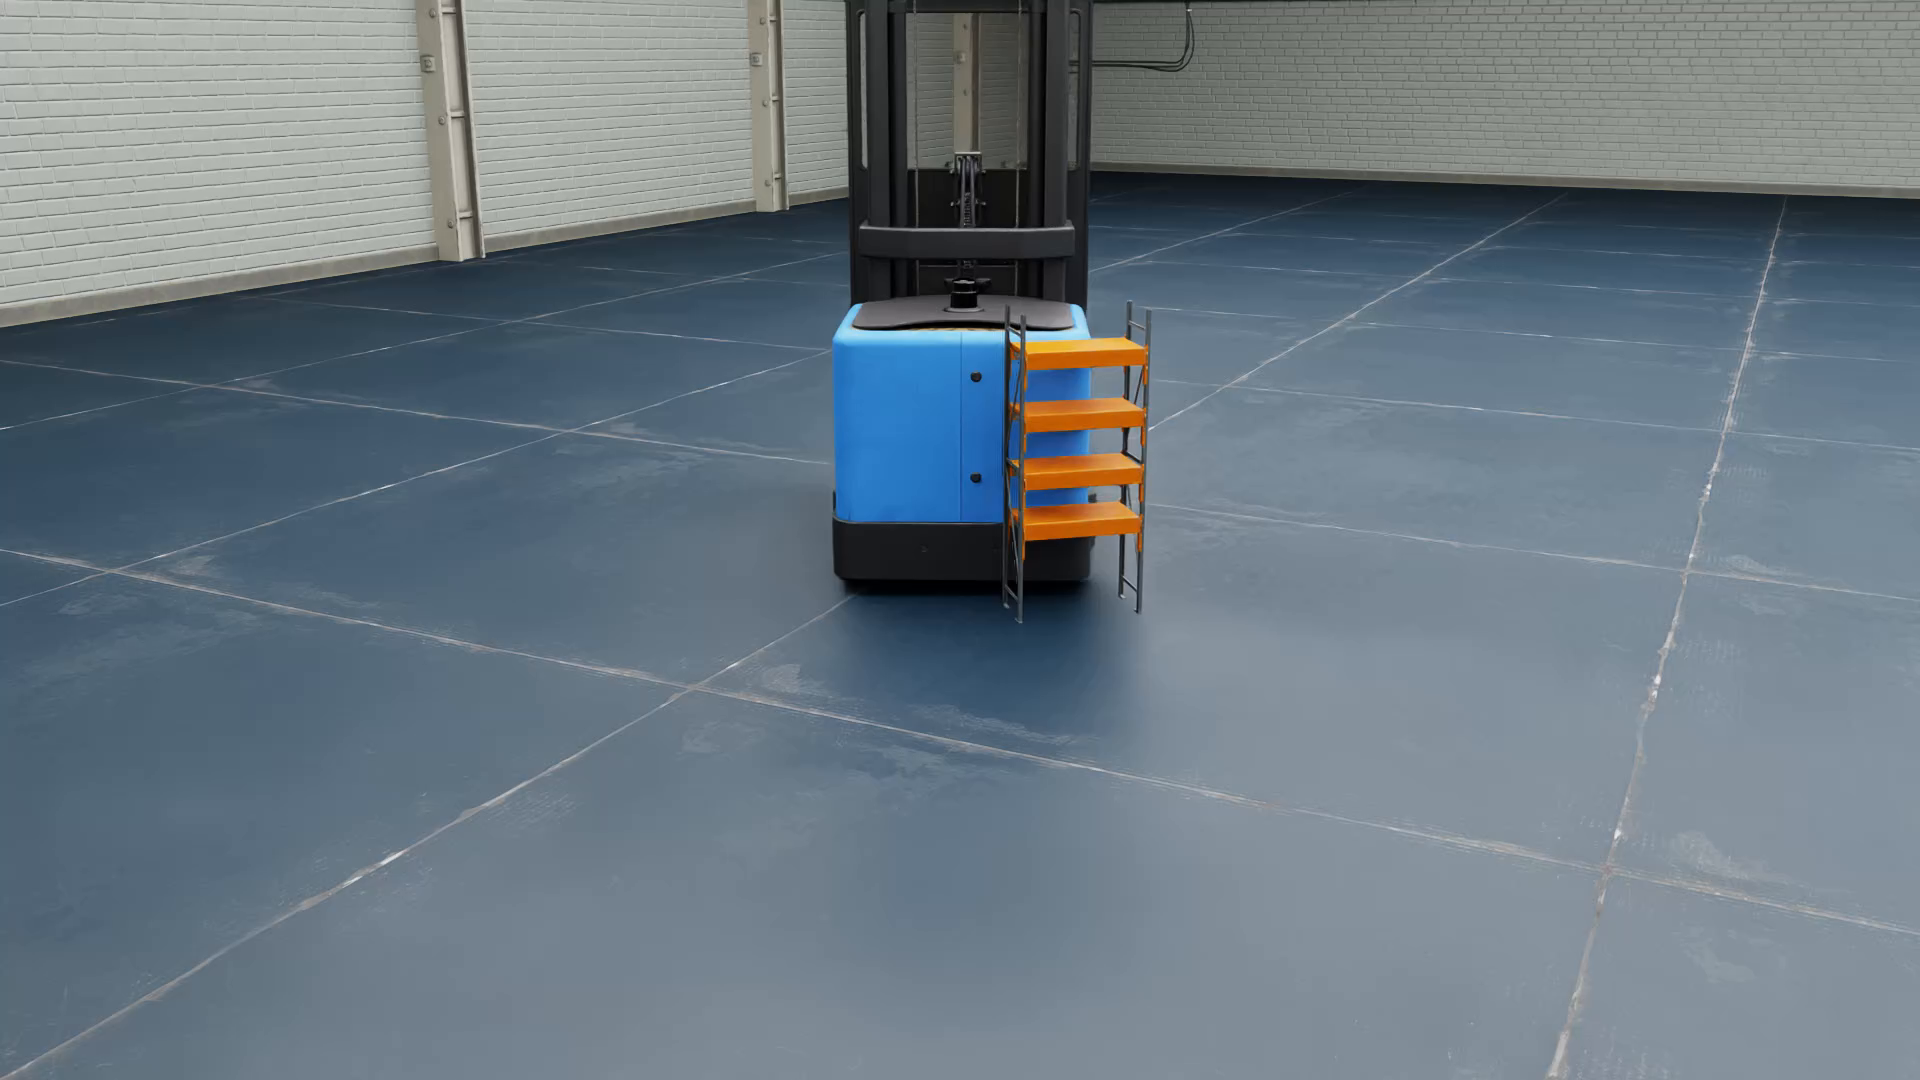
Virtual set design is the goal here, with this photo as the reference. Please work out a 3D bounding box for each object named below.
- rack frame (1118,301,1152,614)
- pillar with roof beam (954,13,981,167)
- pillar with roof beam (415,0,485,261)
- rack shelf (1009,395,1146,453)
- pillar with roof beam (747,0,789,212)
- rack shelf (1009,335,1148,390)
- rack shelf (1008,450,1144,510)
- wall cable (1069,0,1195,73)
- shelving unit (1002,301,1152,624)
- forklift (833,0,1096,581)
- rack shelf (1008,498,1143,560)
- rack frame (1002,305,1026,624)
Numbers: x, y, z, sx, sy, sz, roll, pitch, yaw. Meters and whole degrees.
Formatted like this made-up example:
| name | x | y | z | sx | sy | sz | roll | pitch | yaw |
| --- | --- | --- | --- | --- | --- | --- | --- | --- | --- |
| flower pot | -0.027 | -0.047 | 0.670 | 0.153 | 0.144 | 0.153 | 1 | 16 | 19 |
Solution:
| name | x | y | z | sx | sy | sz | roll | pitch | yaw |
| --- | --- | --- | --- | --- | --- | --- | --- | --- | --- |
| rack frame | 0.679 | -0.316 | 6.479 | 0.015 | 1.200 | 0.240 | -4 | 17 | -13 |
| pillar with roof beam | 3.971 | -9.784 | 24.660 | 9.100 | 9.000 | 0.400 | 8 | 18 | 25 |
| pillar with roof beam | -1.391 | -6.727 | 14.369 | 9.100 | 9.000 | 0.400 | 8 | 18 | 25 |
| rack shelf | 0.443 | -0.449 | 6.378 | 0.480 | 0.148 | 0.258 | -4 | 17 | -13 |
| pillar with roof beam | 1.290 | -8.256 | 19.515 | 9.100 | 9.000 | 0.400 | 8 | 18 | 25 |
| rack shelf | 0.443 | -0.676 | 6.310 | 0.480 | 0.148 | 0.258 | -4 | 17 | -13 |
| rack shelf | 0.442 | -0.235 | 6.443 | 0.480 | 0.148 | 0.258 | -4 | 17 | -13 |
| wall cable | 2.619 | -9.425 | 28.906 | 3.097 | 2.526 | 0.112 | 8 | 18 | 25 |
| shelving unit | 0.443 | -0.299 | 6.423 | 0.503 | 1.200 | 0.258 | -4 | 17 | -13 |
| forklift | 0.049 | -1.603 | 7.775 | 1.130 | 2.935 | 3.031 | 0 | 17 | 2 |
| rack shelf | 0.442 | -0.045 | 6.500 | 0.480 | 0.148 | 0.258 | -4 | 17 | -13 |
| rack frame | 0.206 | -0.283 | 6.367 | 0.015 | 1.200 | 0.240 | -4 | 17 | -13 |
